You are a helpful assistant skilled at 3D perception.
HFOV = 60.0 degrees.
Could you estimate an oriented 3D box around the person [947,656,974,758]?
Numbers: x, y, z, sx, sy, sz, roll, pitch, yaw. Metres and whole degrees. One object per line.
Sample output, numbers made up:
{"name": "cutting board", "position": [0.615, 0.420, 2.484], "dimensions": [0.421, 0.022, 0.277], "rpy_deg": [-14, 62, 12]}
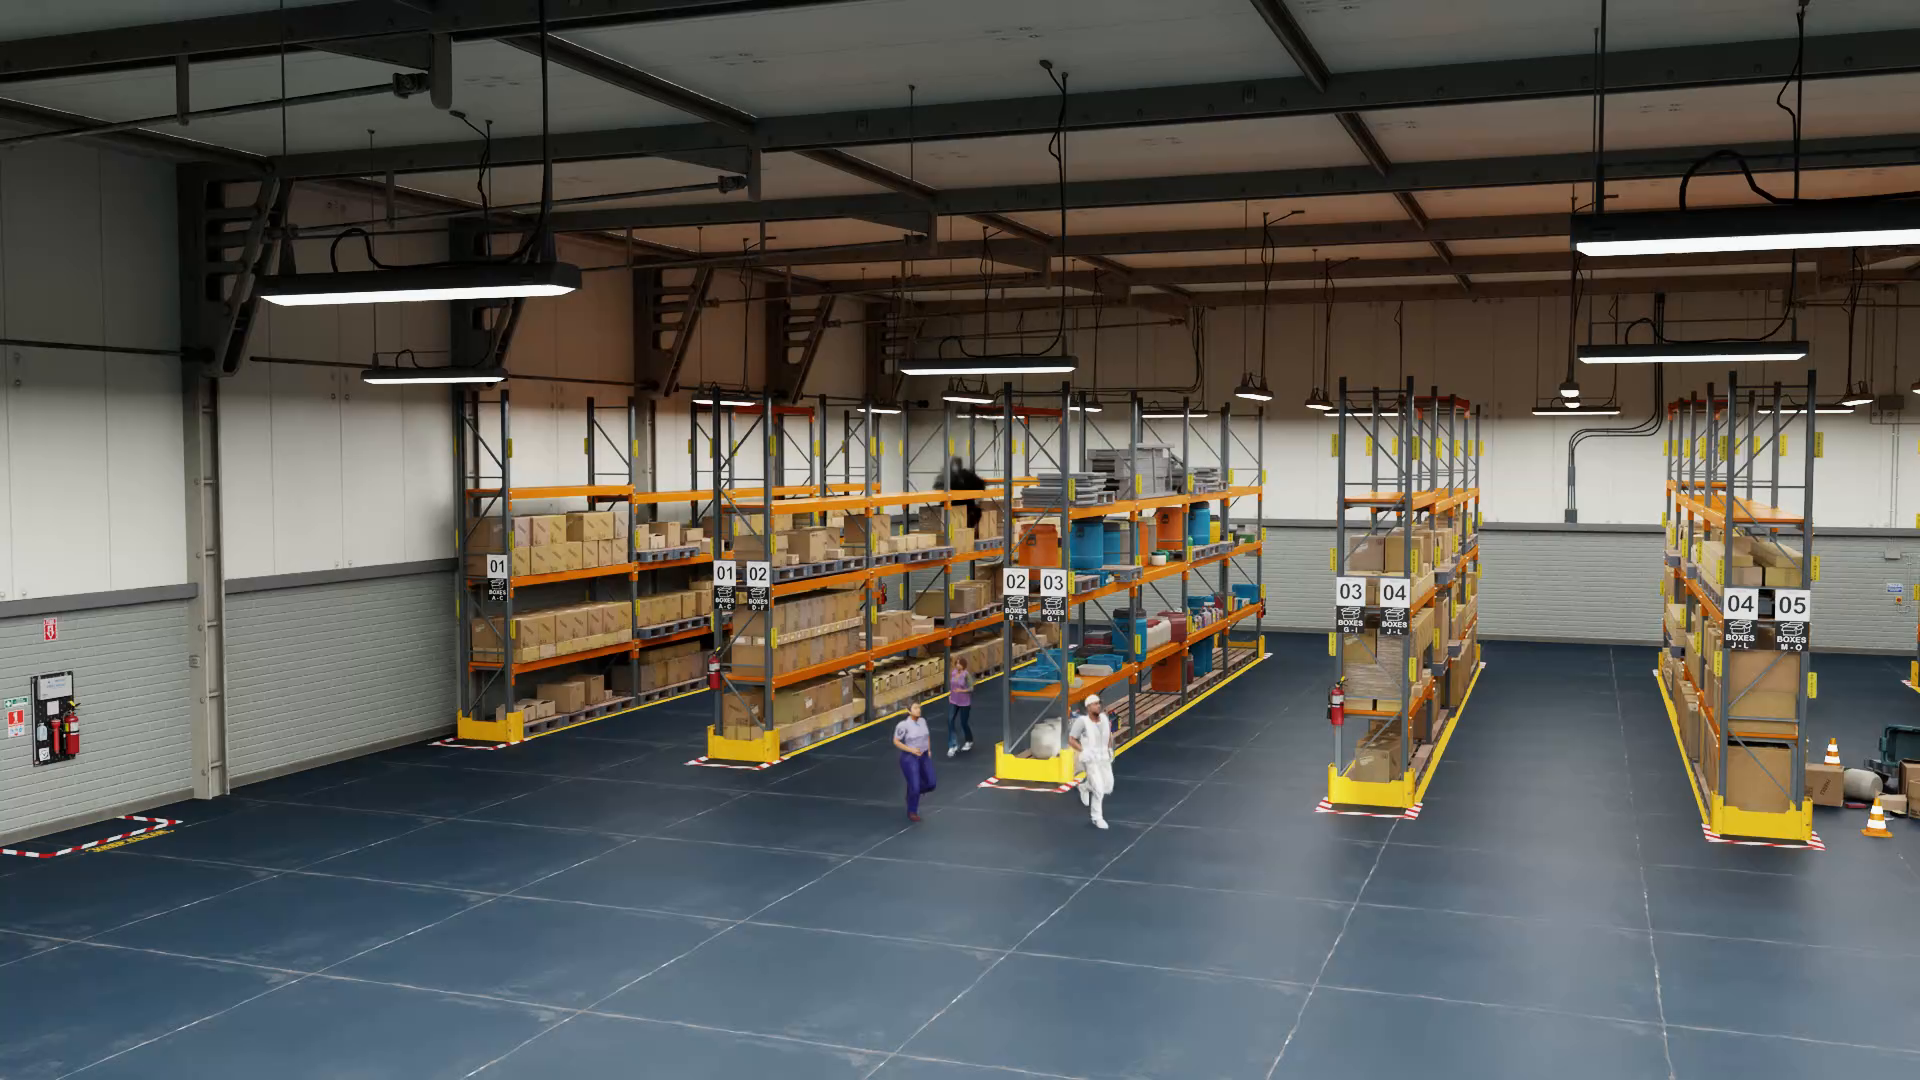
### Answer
{"name": "person", "position": [0.012, 2.710, 27.130], "dimensions": [0.521, 1.640, 0.727], "rpy_deg": [1, 3, 25]}

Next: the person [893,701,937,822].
{"name": "person", "position": [-0.596, 2.979, 22.420], "dimensions": [0.662, 1.599, 0.512], "rpy_deg": [-3, 4, -42]}

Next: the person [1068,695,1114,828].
{"name": "person", "position": [1.753, 2.926, 22.183], "dimensions": [0.711, 1.738, 0.667], "rpy_deg": [-2, 4, -38]}
